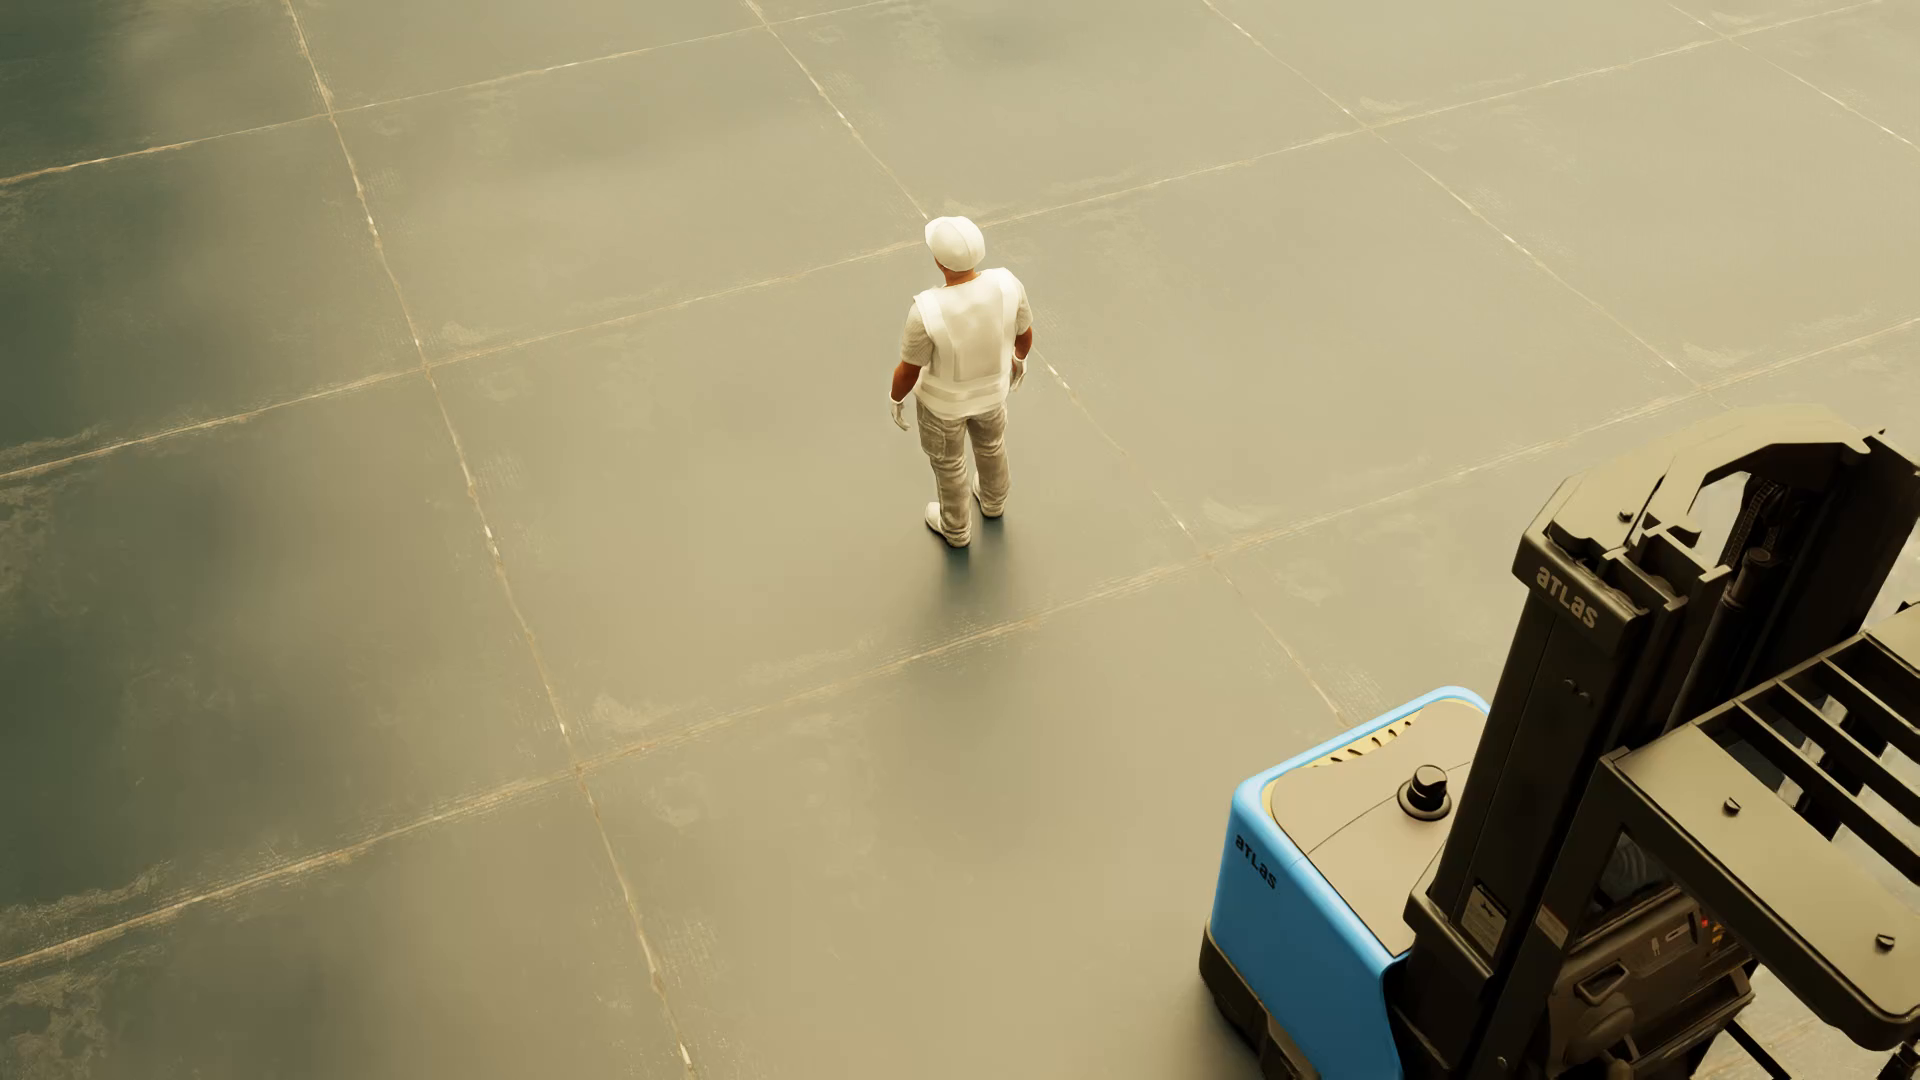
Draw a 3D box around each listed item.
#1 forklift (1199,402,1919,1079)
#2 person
[{"bbox_3d":[2.030,1.233,4.359,1.130,2.935,3.031,-21,47,-21],"label":"forklift"},{"bbox_3d":[-0.023,-0.705,7.266,0.657,1.785,0.575,-18,46,-18],"label":"person"}]
